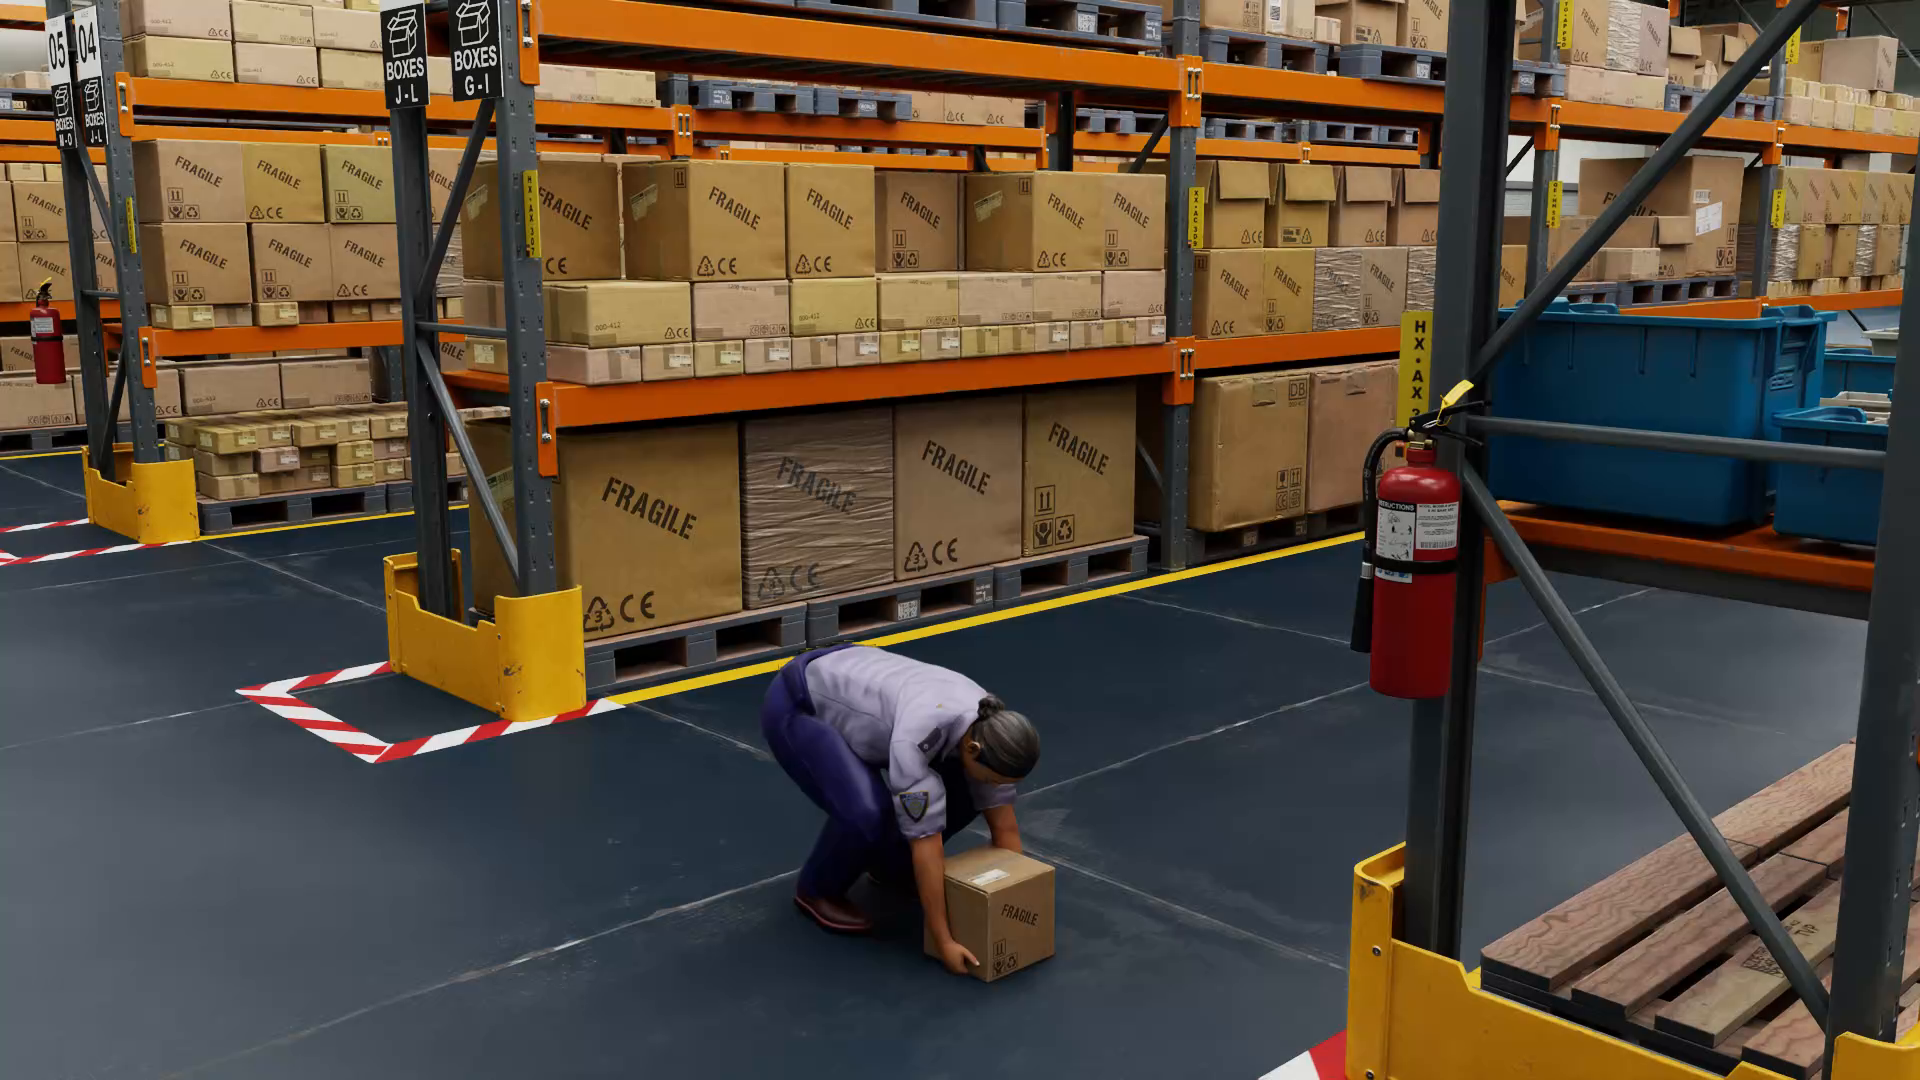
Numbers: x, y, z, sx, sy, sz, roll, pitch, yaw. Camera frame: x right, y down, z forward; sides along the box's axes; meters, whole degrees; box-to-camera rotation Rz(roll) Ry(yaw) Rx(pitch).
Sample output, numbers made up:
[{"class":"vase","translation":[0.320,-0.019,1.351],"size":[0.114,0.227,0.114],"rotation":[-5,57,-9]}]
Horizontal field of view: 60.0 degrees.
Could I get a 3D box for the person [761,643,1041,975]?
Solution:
[{"class":"person","translation":[-0.145,0.711,4.631],"size":[0.905,0.773,0.519],"rotation":[10,15,43]}]
